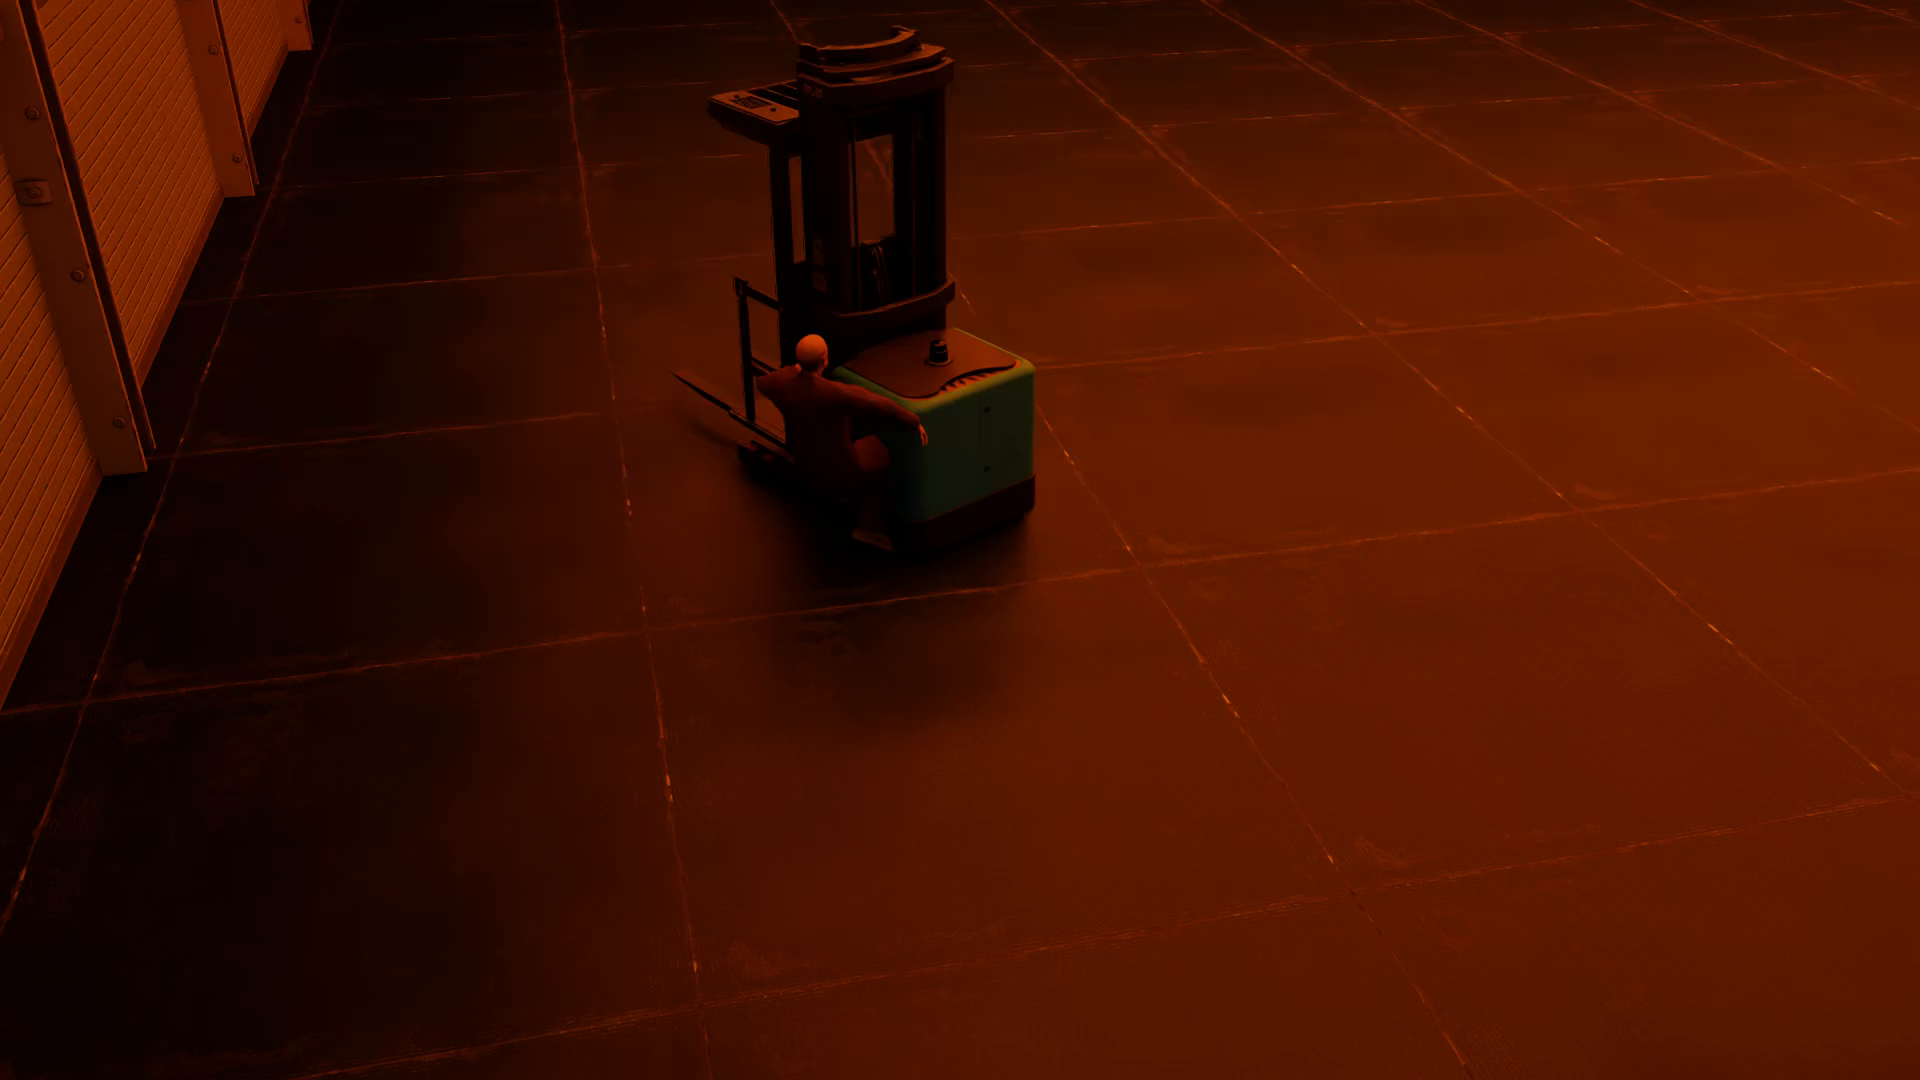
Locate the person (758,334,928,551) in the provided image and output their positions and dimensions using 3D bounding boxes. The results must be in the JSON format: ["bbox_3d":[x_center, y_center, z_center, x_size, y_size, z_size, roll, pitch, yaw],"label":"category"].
[{"bbox_3d":[-0.660,-0.609,10.011,1.097,1.511,0.893,12,32,20],"label":"person"}]

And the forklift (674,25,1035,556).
[{"bbox_3d":[-0.857,-1.833,10.740,1.130,2.935,3.031,-23,37,-34],"label":"forklift"}]
